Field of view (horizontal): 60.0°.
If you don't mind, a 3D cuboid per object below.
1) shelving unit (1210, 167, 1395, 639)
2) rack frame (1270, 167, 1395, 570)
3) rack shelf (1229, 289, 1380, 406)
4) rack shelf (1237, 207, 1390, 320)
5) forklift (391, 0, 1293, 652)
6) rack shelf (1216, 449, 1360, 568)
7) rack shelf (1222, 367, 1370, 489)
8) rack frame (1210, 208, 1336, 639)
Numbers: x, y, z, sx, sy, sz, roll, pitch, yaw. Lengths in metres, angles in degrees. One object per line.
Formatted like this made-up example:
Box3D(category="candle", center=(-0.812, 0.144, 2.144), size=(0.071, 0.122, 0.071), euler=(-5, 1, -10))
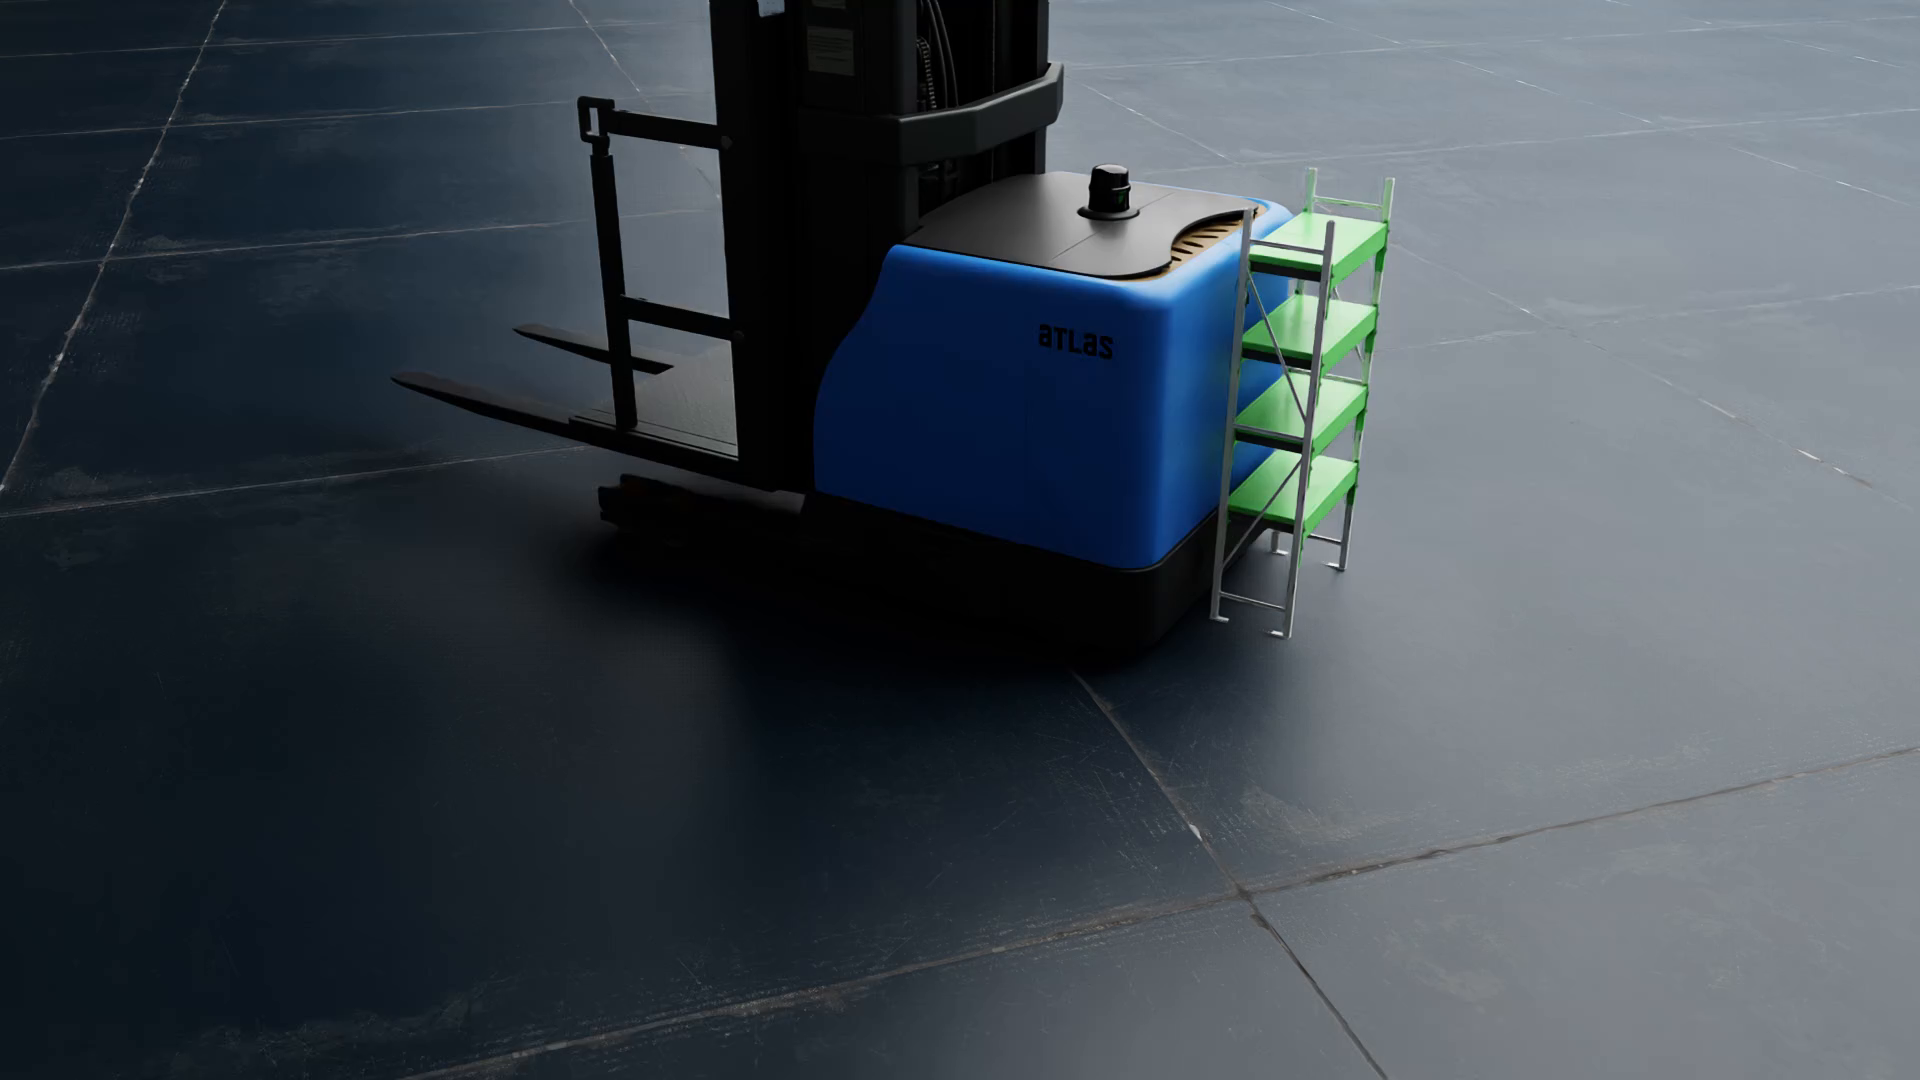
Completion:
Box3D(category="shelving unit", center=(0.953, -0.380, 4.664), size=(0.258, 1.200, 0.503), euler=(15, 30, 26))
Box3D(category="rack frame", center=(1.075, -0.474, 4.853), size=(0.240, 1.200, 0.015), euler=(15, 30, 26))
Box3D(category="rack shelf", center=(0.954, -0.538, 4.585), size=(0.258, 0.148, 0.480), euler=(15, 30, 26))
Box3D(category="rack shelf", center=(0.955, -0.752, 4.478), size=(0.258, 0.148, 0.480), euler=(15, 30, 26))
Box3D(category="forklift", center=(-0.552, -1.476, 4.926), size=(3.031, 2.935, 1.130), euler=(15, 30, 27))
Box3D(category="rack shelf", center=(0.951, -0.108, 4.800), size=(0.258, 0.148, 0.480), euler=(15, 30, 26))
Box3D(category="rack shelf", center=(0.952, -0.323, 4.693), size=(0.258, 0.148, 0.480), euler=(15, 30, 26))
Box3D(category="rack frame", center=(0.831, -0.286, 4.475), size=(0.240, 1.200, 0.015), euler=(15, 30, 26))
